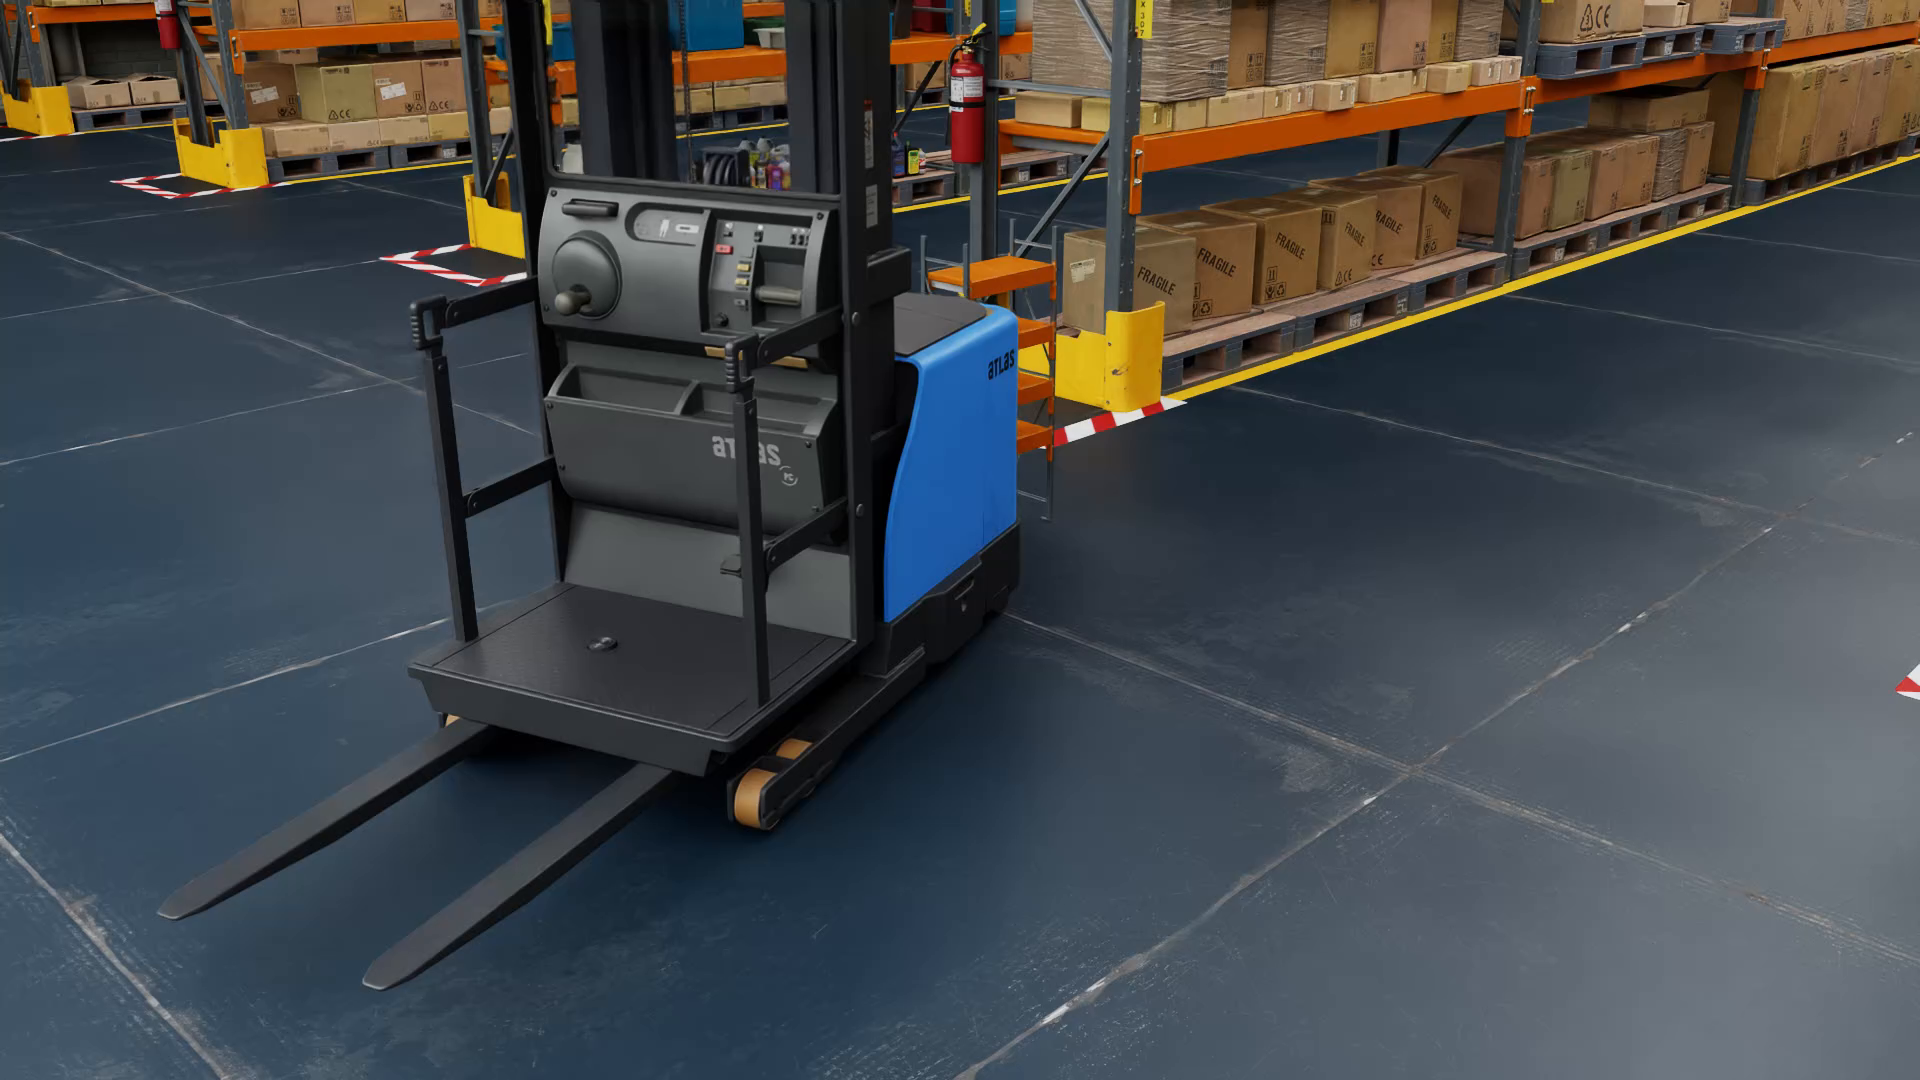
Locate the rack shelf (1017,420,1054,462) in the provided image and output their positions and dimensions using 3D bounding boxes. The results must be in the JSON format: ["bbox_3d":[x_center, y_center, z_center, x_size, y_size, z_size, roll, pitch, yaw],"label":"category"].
[{"bbox_3d":[0.115,-0.354,6.565,0.258,0.148,0.480,19,28,41],"label":"rack shelf"}]

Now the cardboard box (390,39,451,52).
[{"bbox_3d":[-6.905,-6.169,21.316,0.500,0.500,0.700,-19,28,-40],"label":"cardboard box"}]

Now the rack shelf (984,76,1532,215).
[{"bbox_3d":[1.845,-2.368,9.558,1.077,0.370,4.000,19,28,41],"label":"rack shelf"}]

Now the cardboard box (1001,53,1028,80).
[{"bbox_3d":[0.533,-6.210,21.421,0.500,0.500,0.500,18,27,39],"label":"cardboard box"}]

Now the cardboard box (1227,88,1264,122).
[{"bbox_3d":[1.352,-2.276,8.665,0.380,0.149,0.250,19,28,41],"label":"cardboard box"}]

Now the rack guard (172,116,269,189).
[{"bbox_3d":[-6.662,-3.497,14.977,1.175,0.500,0.348,19,28,41],"label":"rack guard"}]

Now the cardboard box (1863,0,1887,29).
[{"bbox_3d":[7.981,-4.871,14.928,0.500,0.500,0.500,19,28,40],"label":"cardboard box"}]

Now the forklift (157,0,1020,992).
[{"bbox_3d":[-0.871,-0.757,4.458,1.130,2.935,3.031,10,23,23],"label":"forklift"}]

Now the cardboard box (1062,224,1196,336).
[{"bbox_3d":[0.898,-1.376,8.871,0.500,0.500,0.500,-14,25,-32],"label":"cardboard box"}]

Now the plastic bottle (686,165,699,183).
[{"bbox_3d":[-2.132,-2.911,13.254,0.097,0.201,0.097,0,21,0],"label":"plastic bottle"}]

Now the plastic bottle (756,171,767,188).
[{"bbox_3d":[-1.538,-2.744,12.819,0.097,0.201,0.097,0,21,0],"label":"plastic bottle"}]

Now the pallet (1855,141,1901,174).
[{"bbox_3d":[8.337,-3.756,16.052,1.003,0.211,1.213,19,28,41],"label":"pallet"}]

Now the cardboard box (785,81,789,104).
[{"bbox_3d":[-1.967,-5.181,19.121,0.500,0.250,0.500,-19,28,-41],"label":"cardboard box"}]

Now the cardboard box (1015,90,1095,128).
[{"bbox_3d":[0.501,-2.198,8.462,0.380,0.149,0.250,19,28,41],"label":"cardboard box"}]

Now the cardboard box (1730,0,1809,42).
[{"bbox_3d":[6.565,-4.350,13.572,0.500,0.500,0.500,-19,28,-40],"label":"cardboard box"}]

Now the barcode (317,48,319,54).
[{"bbox_3d":[-7.955,-6.047,20.550,0.001,0.075,0.075,19,28,41],"label":"barcode"}]

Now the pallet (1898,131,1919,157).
[{"bbox_3d":[9.408,-4.149,17.075,1.003,0.211,1.213,19,28,41],"label":"pallet"}]

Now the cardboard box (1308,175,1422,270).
[{"bbox_3d":[2.539,-2.006,10.510,0.500,0.500,0.500,-11,23,-25],"label":"cardboard box"}]

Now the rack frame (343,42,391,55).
[{"bbox_3d":[-7.407,-6.937,20.443,1.000,3.000,0.127,19,28,41],"label":"rack frame"}]

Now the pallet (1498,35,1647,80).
[{"bbox_3d":[3.878,-3.289,11.218,1.003,0.211,1.213,19,28,41],"label":"pallet"}]

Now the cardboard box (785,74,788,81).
[{"bbox_3d":[-1.965,-5.441,19.014,0.500,0.311,0.500,19,28,40],"label":"cardboard box"}]

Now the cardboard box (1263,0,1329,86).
[{"bbox_3d":[1.496,-2.786,9.089,0.875,0.500,0.500,19,28,41],"label":"cardboard box"}]

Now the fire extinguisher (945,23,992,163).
[{"bbox_3d":[0.040,-2.240,8.329,0.296,0.674,0.183,19,28,41],"label":"fire extinguisher"}]

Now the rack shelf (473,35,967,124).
[{"bbox_3d":[-1.704,-3.608,12.783,1.077,0.370,4.000,19,28,41],"label":"rack shelf"}]

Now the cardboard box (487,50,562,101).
[{"bbox_3d":[-4.379,-4.662,16.724,0.500,0.500,0.500,19,28,41],"label":"cardboard box"}]

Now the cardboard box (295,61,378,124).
[{"bbox_3d":[-5.764,-4.144,15.378,0.500,0.500,0.500,19,28,41],"label":"cardboard box"}]

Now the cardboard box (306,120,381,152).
[{"bbox_3d":[-5.765,-3.795,15.513,0.500,0.250,0.500,19,28,41],"label":"cardboard box"}]

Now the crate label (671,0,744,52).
[{"bbox_3d":[-2.009,-3.987,12.718,0.502,0.435,0.616,19,28,41],"label":"crate label"}]

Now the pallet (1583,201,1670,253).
[{"bbox_3d":[4.634,-2.432,12.609,1.003,0.211,1.213,19,28,41],"label":"pallet"}]

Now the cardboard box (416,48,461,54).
[{"bbox_3d":[-5.100,-4.663,16.728,0.500,0.500,0.500,19,28,41],"label":"cardboard box"}]

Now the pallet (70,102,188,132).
[{"bbox_3d":[-9.552,-4.827,18.839,1.003,0.211,1.213,19,28,41],"label":"pallet"}]

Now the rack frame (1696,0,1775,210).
[{"bbox_3d":[6.031,-4.247,13.442,1.000,3.000,0.127,19,28,41],"label":"rack frame"}]

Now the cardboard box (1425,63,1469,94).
[{"bbox_3d":[2.808,-2.769,9.948,0.380,0.149,0.250,19,28,41],"label":"cardboard box"}]

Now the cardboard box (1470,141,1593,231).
[{"bbox_3d":[4.030,-2.527,11.840,0.700,0.500,0.500,19,28,40],"label":"cardboard box"}]

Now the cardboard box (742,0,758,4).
[{"bbox_3d":[-2.590,-6.203,18.392,0.500,0.500,0.500,19,28,41],"label":"cardboard box"}]

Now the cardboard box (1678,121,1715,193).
[{"bbox_3d":[5.578,-3.108,13.350,0.700,0.500,0.500,17,27,38],"label":"cardboard box"}]

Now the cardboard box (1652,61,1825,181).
[{"bbox_3d":[6.527,-3.623,14.196,1.225,0.875,0.875,18,27,38],"label":"cardboard box"}]

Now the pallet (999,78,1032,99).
[{"bbox_3d":[0.335,-5.920,21.682,1.003,0.211,1.213,19,28,41],"label":"pallet"}]

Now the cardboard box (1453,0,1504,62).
[{"bbox_3d":[2.882,-3.304,10.435,0.875,0.500,0.500,19,28,41],"label":"cardboard box"}]

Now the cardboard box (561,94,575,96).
[{"bbox_3d":[-4.395,-4.568,17.525,0.500,0.250,0.500,19,28,41],"label":"cardboard box"}]

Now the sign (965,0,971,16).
[{"bbox_3d":[0.078,-4.447,13.577,0.100,0.325,0.005,19,28,41],"label":"sign"}]

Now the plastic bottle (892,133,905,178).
[{"bbox_3d":[-0.551,-3.189,13.770,0.144,0.351,0.185,18,28,39],"label":"plastic bottle"}]

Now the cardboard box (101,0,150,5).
[{"bbox_3d":[-9.277,-6.032,18.267,0.500,0.250,0.500,18,28,39],"label":"cardboard box"}]

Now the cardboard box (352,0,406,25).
[{"bbox_3d":[-5.597,-5.096,15.513,0.700,0.500,0.500,19,28,41],"label":"cardboard box"}]

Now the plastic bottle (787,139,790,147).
[{"bbox_3d":[-1.445,-3.211,13.921,0.133,0.283,0.061,-19,28,-40],"label":"plastic bottle"}]

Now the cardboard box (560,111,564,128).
[{"bbox_3d":[-4.377,-4.311,16.857,0.500,0.250,0.500,19,28,41],"label":"cardboard box"}]

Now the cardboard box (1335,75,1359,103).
[{"bbox_3d":[2.015,-2.545,9.366,0.380,0.149,0.250,19,28,41],"label":"cardboard box"}]

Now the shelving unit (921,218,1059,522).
[{"bbox_3d":[0.115,-0.603,6.470,0.258,1.200,0.503,19,28,41],"label":"shelving unit"}]

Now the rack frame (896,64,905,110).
[{"bbox_3d":[-1.064,-6.727,19.895,1.000,3.000,0.127,19,28,41],"label":"rack frame"}]

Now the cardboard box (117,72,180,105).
[{"bbox_3d":[-9.252,-5.161,18.957,0.500,0.311,0.500,-17,27,-38],"label":"cardboard box"}]

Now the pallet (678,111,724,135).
[{"bbox_3d":[-3.369,-4.596,18.238,1.003,0.211,1.213,19,28,41],"label":"pallet"}]
